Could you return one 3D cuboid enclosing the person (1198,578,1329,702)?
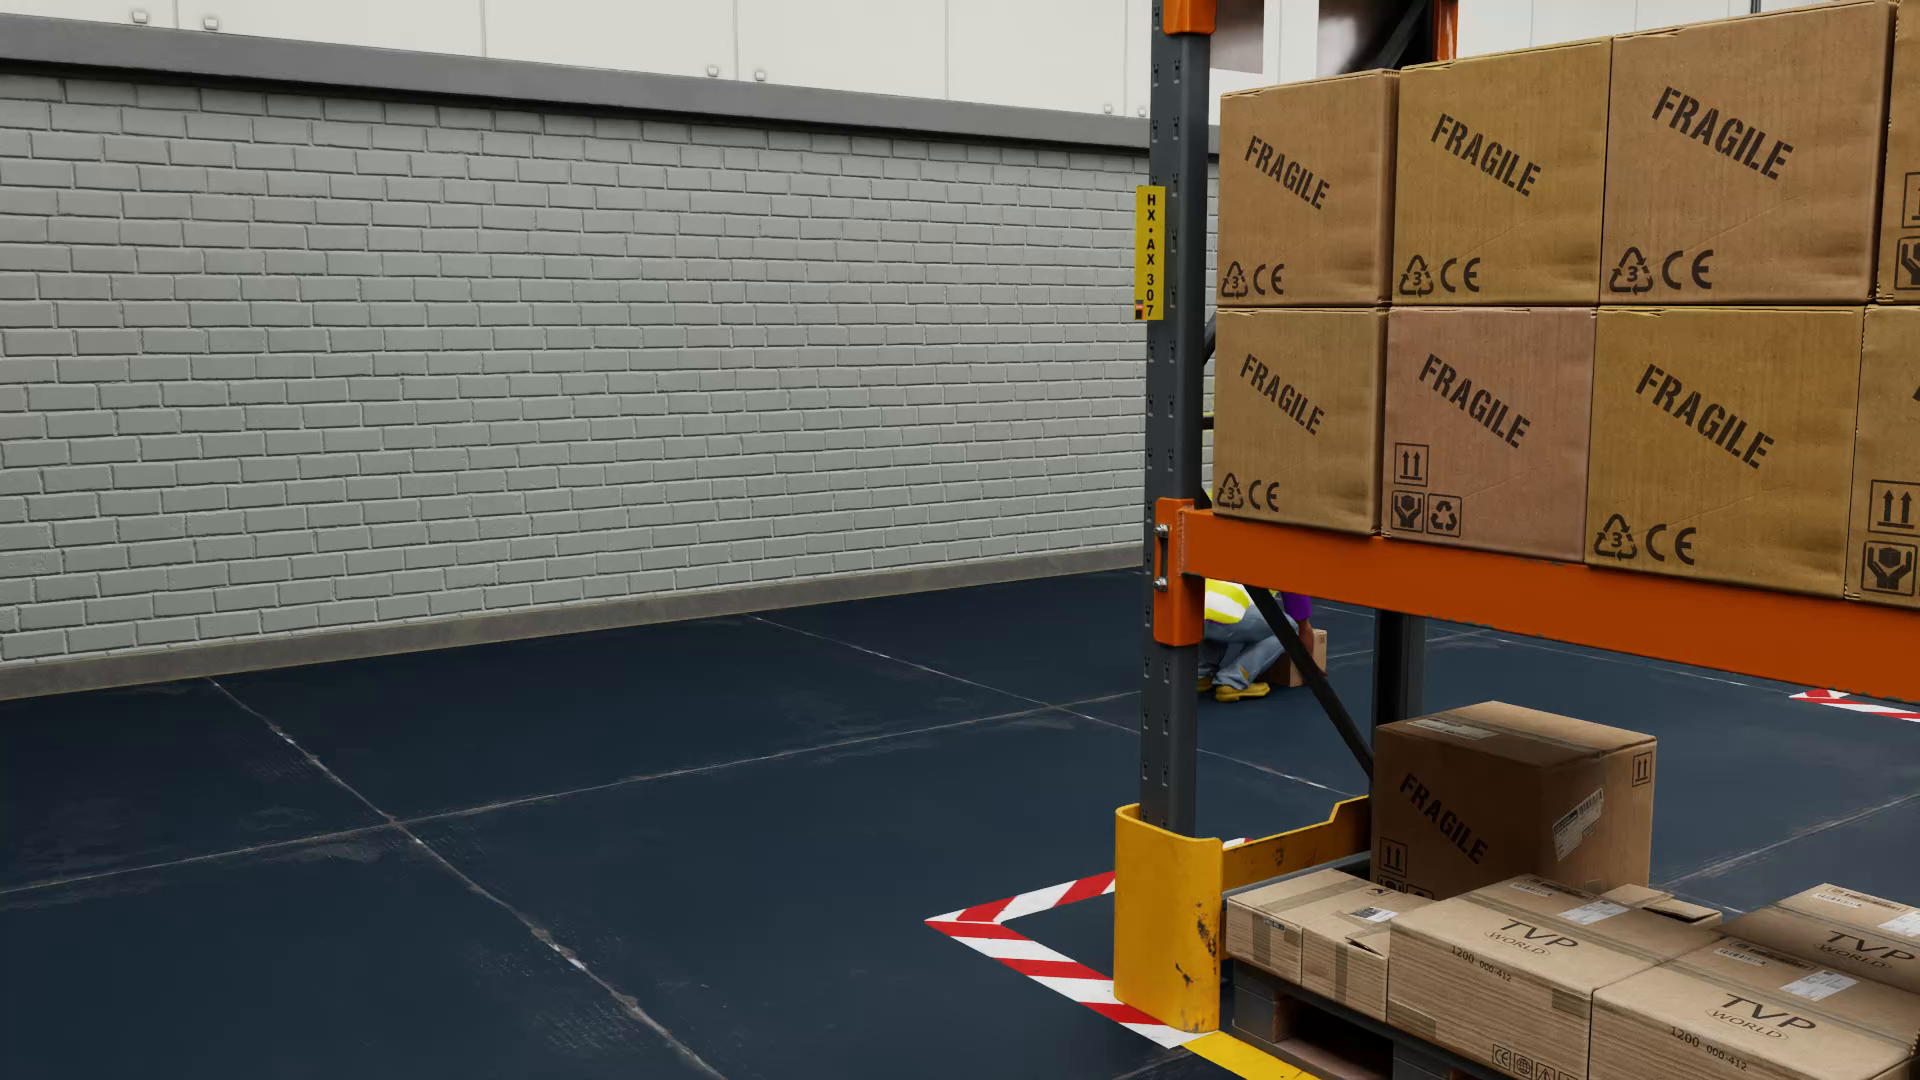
[{"bbox_3d":[1.359,0.357,7.981,0.934,0.886,0.541,-6,10,-37],"label":"person"}]
